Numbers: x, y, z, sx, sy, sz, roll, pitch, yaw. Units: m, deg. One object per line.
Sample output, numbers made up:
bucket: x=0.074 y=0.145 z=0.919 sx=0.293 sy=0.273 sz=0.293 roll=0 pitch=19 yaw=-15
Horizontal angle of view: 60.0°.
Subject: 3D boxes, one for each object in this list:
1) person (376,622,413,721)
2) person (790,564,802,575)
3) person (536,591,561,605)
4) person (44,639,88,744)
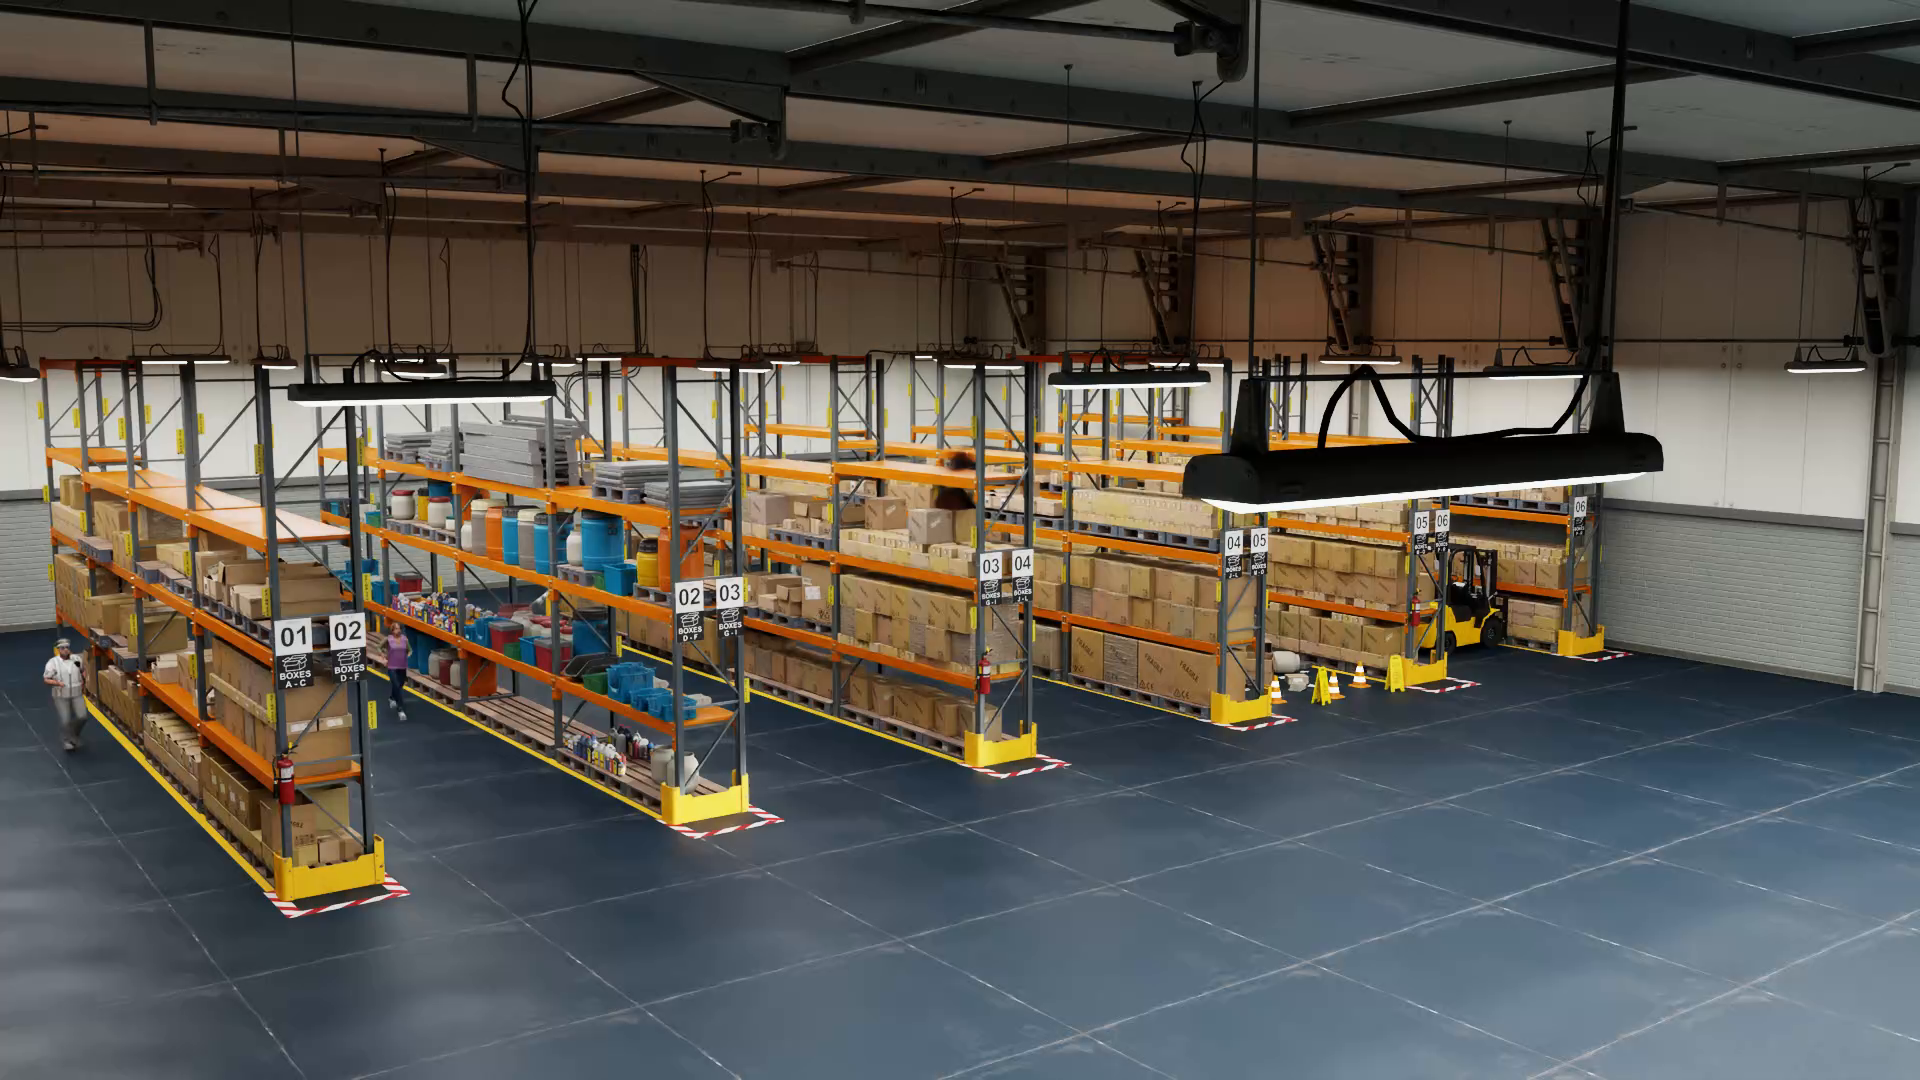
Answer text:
person: x=-9.478 y=2.172 z=27.982 sx=0.539 sy=1.613 sz=0.871 roll=-6 pitch=9 yaw=-39
person: x=-4.222 y=0.294 z=42.737 sx=0.706 sy=1.752 sz=0.984 roll=7 pitch=10 yaw=44
person: x=-9.559 y=0.787 z=38.631 sx=0.629 sy=1.705 sz=0.678 roll=-3 pitch=7 yaw=-23
person: x=-13.719 y=2.341 z=25.626 sx=0.648 sy=1.660 sz=0.589 roll=-6 pitch=9 yaw=-43
